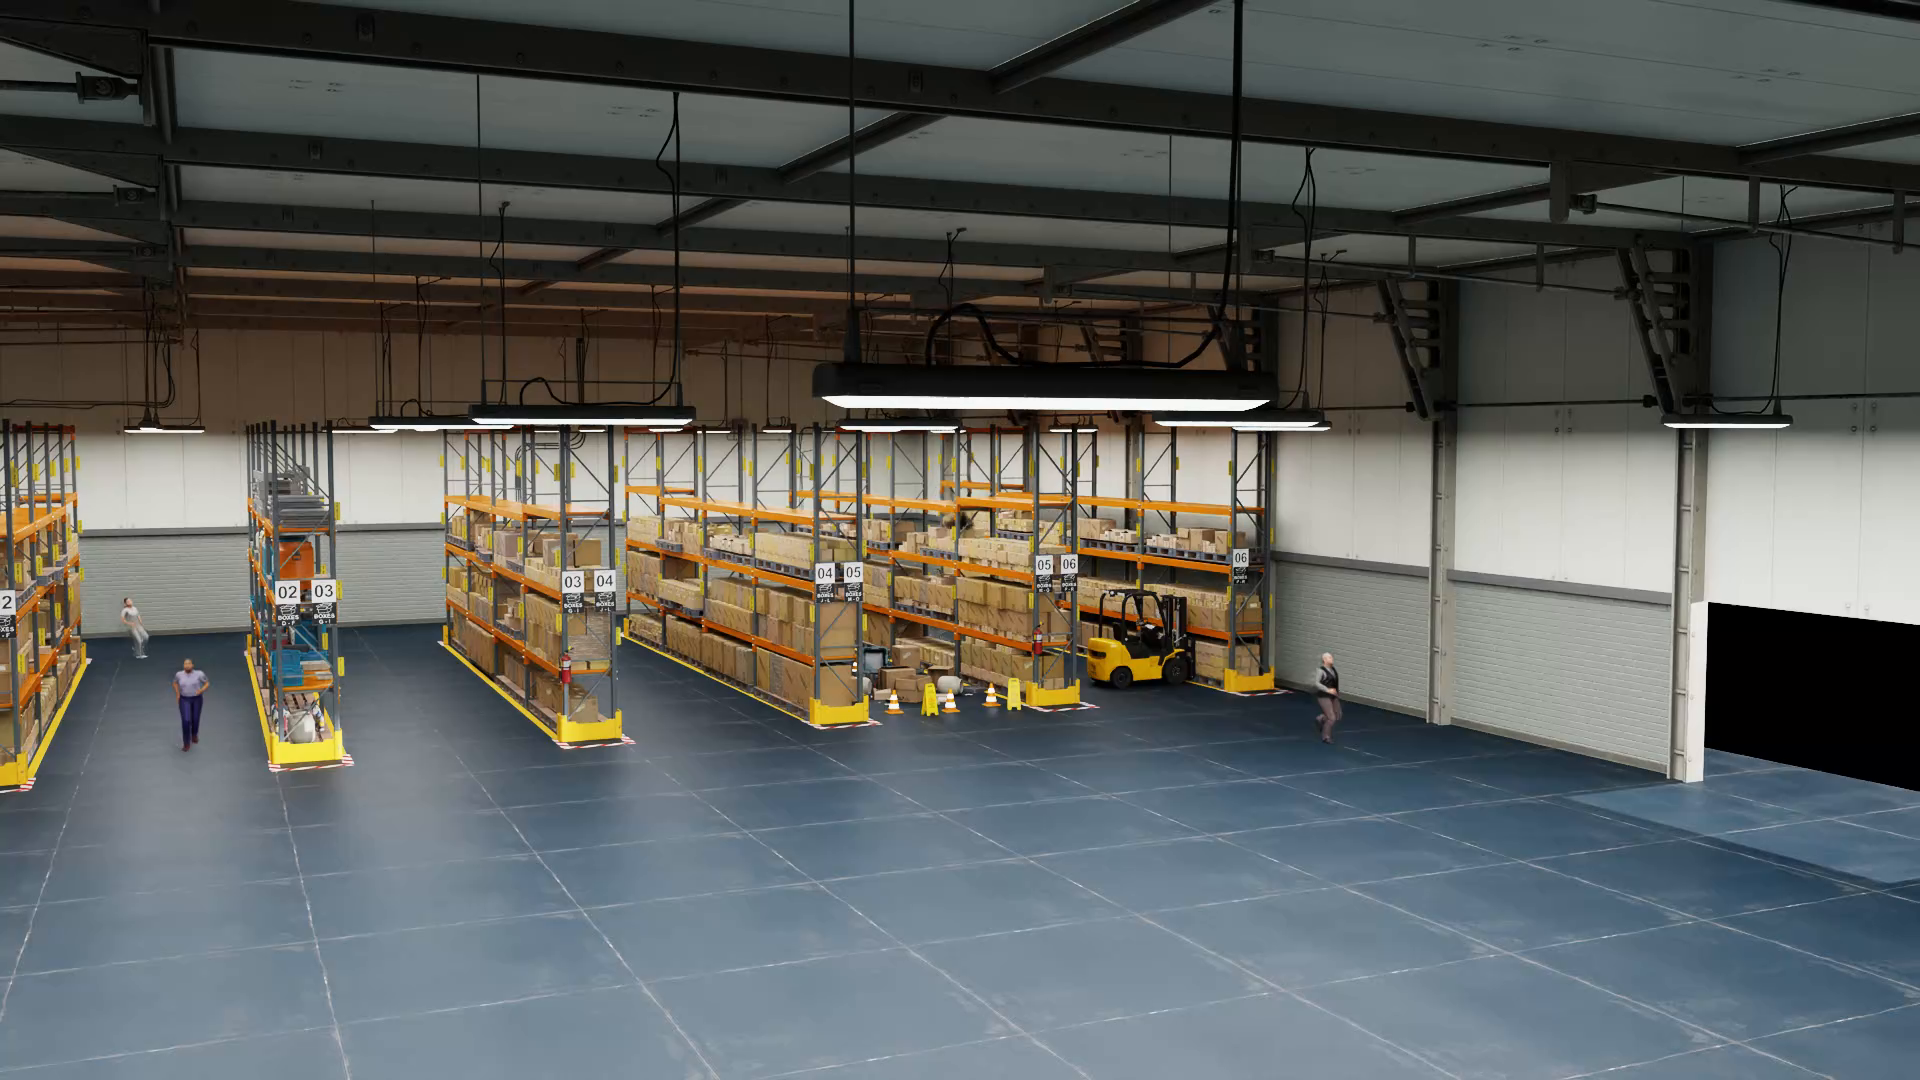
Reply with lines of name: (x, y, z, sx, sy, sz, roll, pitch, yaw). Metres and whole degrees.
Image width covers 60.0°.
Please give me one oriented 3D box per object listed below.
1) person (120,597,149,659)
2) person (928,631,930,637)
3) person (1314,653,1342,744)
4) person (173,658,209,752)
person: (-21.162, 2.267, 42.638, 0.521, 1.596, 0.652, 1, 4, 18)
person: (-0.928, 2.081, 45.768, 0.546, 1.560, 0.733, -2, 4, -23)
person: (6.856, 2.950, 31.050, 0.596, 1.686, 0.691, 3, 5, 44)
person: (-14.112, 3.006, 30.548, 0.601, 1.663, 0.796, -2, 4, -26)
